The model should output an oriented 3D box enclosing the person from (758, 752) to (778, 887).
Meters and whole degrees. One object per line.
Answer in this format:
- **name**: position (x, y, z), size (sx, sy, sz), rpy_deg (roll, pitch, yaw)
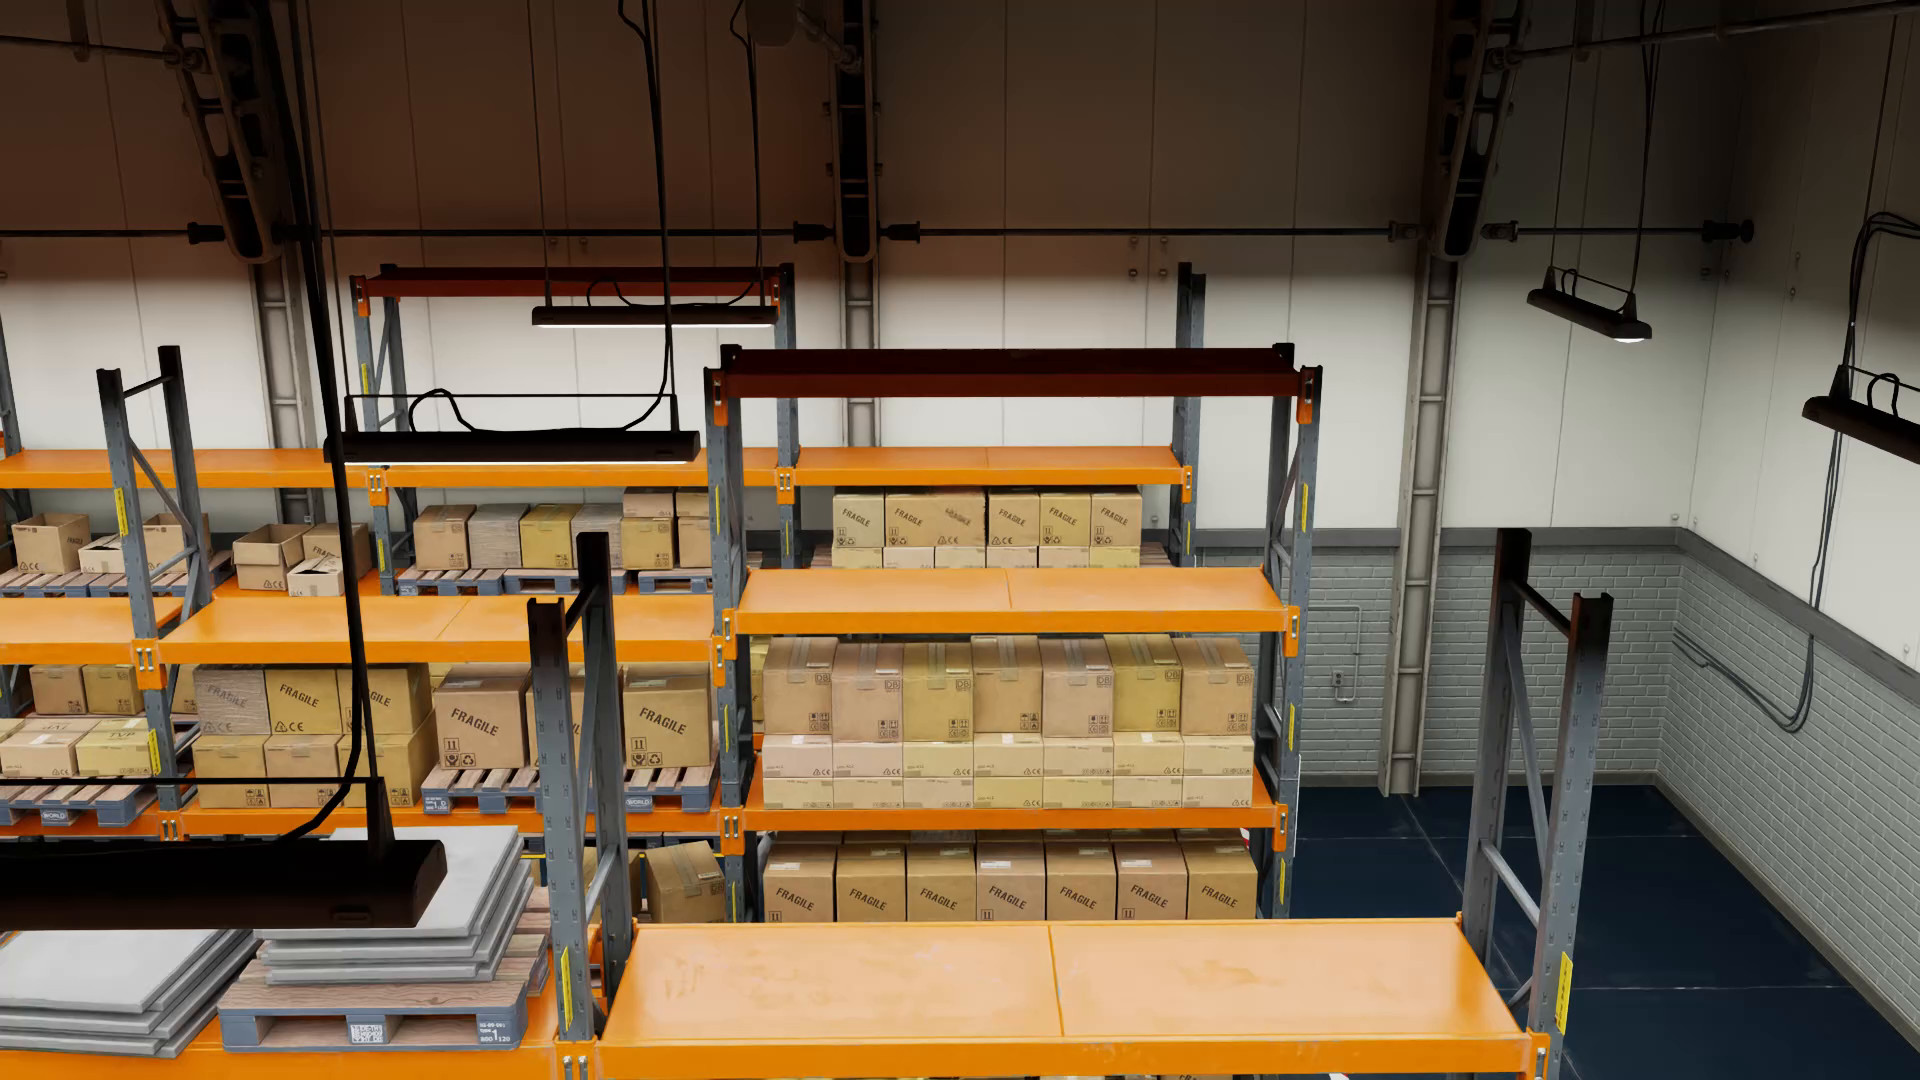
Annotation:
- **person**: position (-1.856, 2.797, 15.970), size (0.991, 1.625, 0.489), rpy_deg (1, 16, 5)
